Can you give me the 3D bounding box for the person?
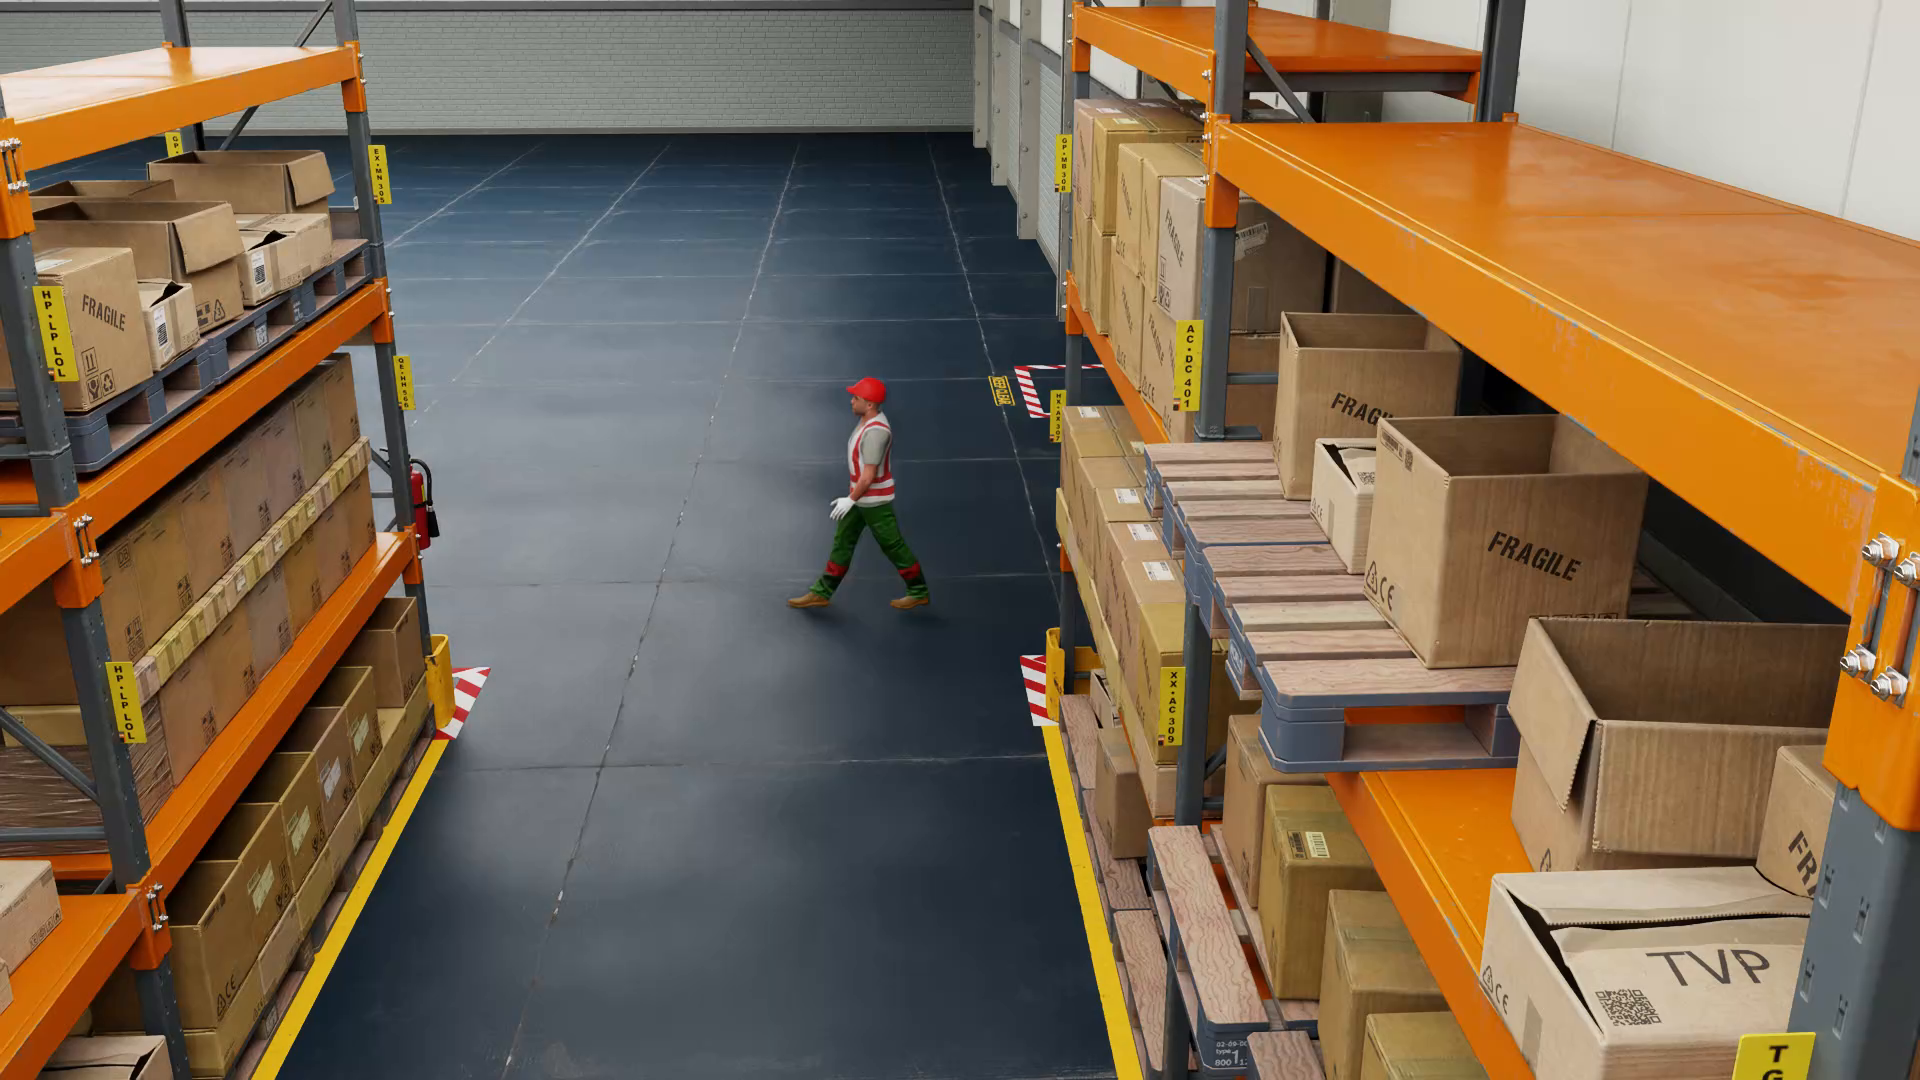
[{"bbox_3d":[-0.729,-0.313,11.831,1.028,1.728,0.542,-4,21,-11],"label":"person"}]
